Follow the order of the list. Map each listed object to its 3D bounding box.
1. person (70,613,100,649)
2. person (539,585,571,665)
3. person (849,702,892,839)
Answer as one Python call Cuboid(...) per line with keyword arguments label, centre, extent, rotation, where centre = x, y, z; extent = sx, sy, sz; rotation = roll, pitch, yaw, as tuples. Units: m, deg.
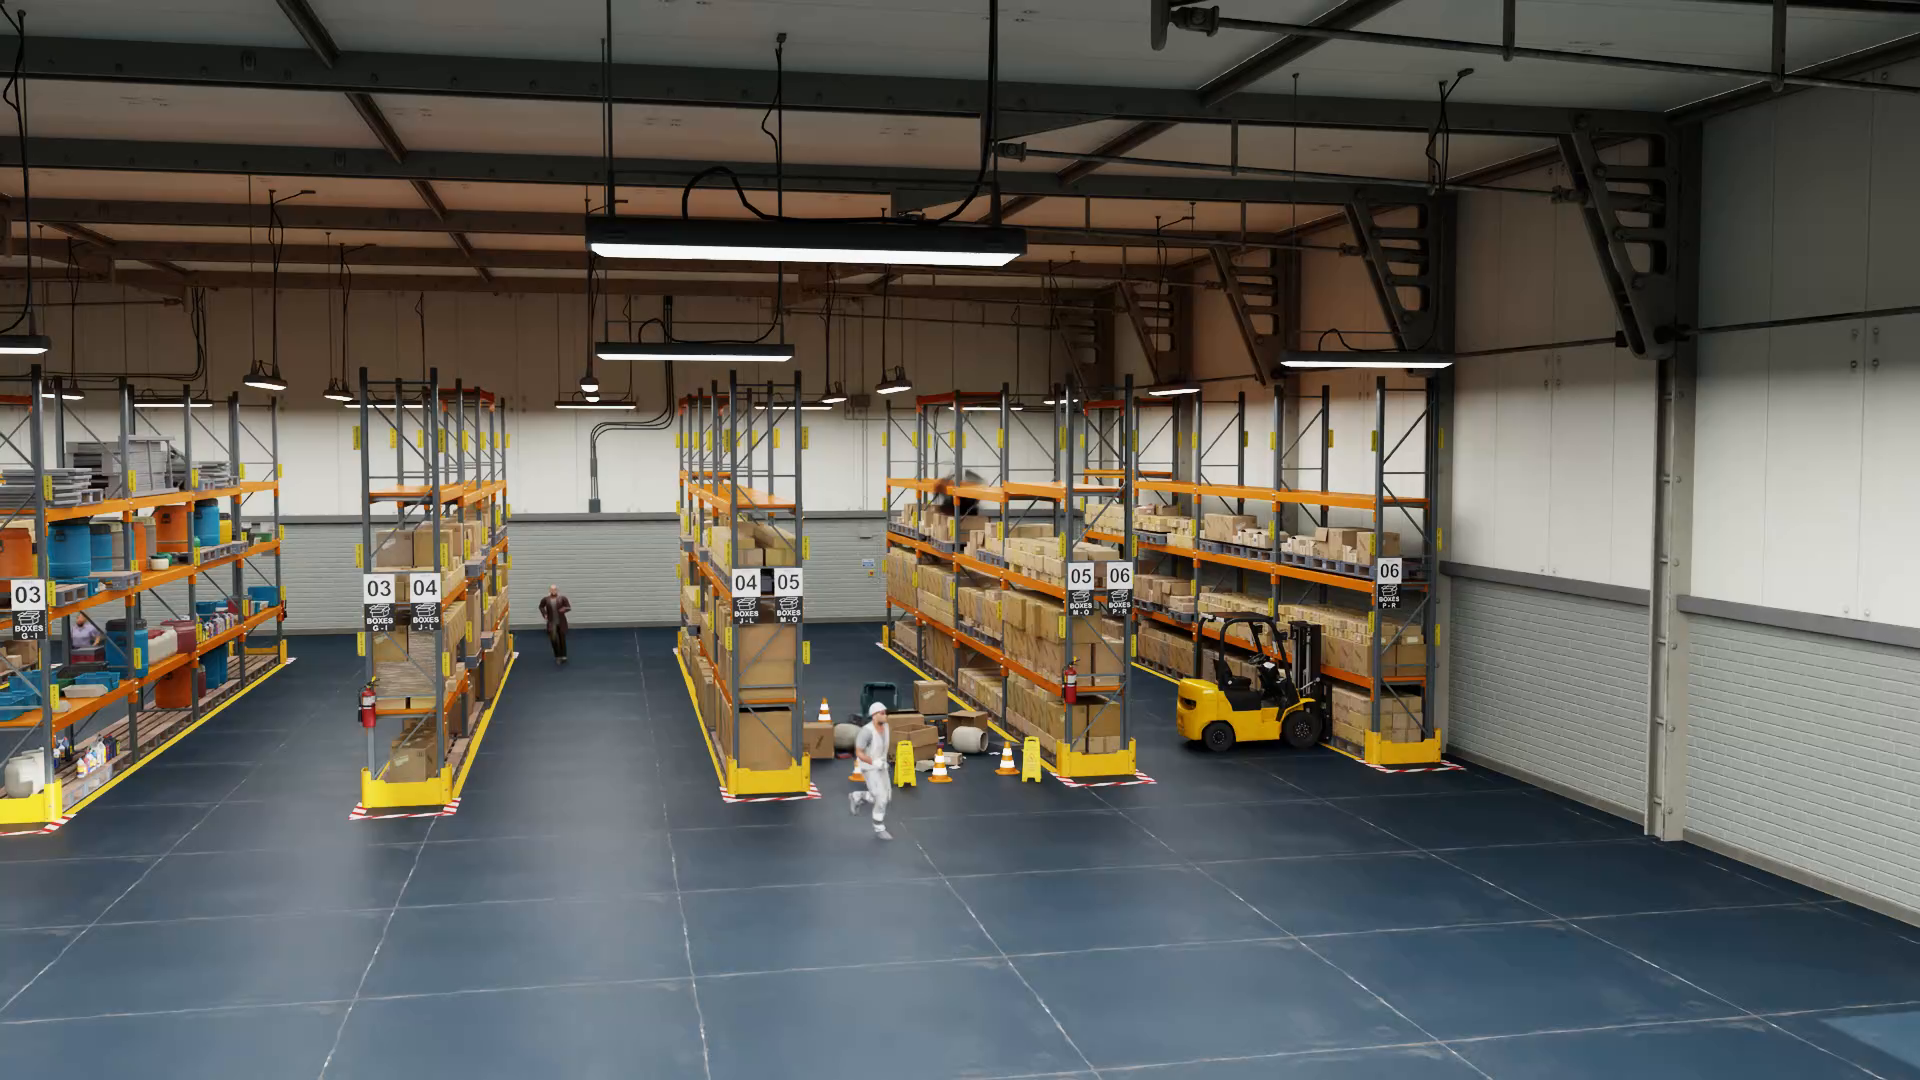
Cuboid(label="person", centre=(-17.345, 2.251, 32.849), extent=(0.623, 1.619, 0.550), rotation=(-1, 4, -14))
Cuboid(label="person", centre=(-9.078, 1.917, 37.303), extent=(0.704, 1.825, 0.785), rotation=(-1, 4, -14))
Cuboid(label="person", centre=(-1.122, 2.901, 21.043), extent=(0.722, 1.738, 0.697), rotation=(2, 4, 33))
